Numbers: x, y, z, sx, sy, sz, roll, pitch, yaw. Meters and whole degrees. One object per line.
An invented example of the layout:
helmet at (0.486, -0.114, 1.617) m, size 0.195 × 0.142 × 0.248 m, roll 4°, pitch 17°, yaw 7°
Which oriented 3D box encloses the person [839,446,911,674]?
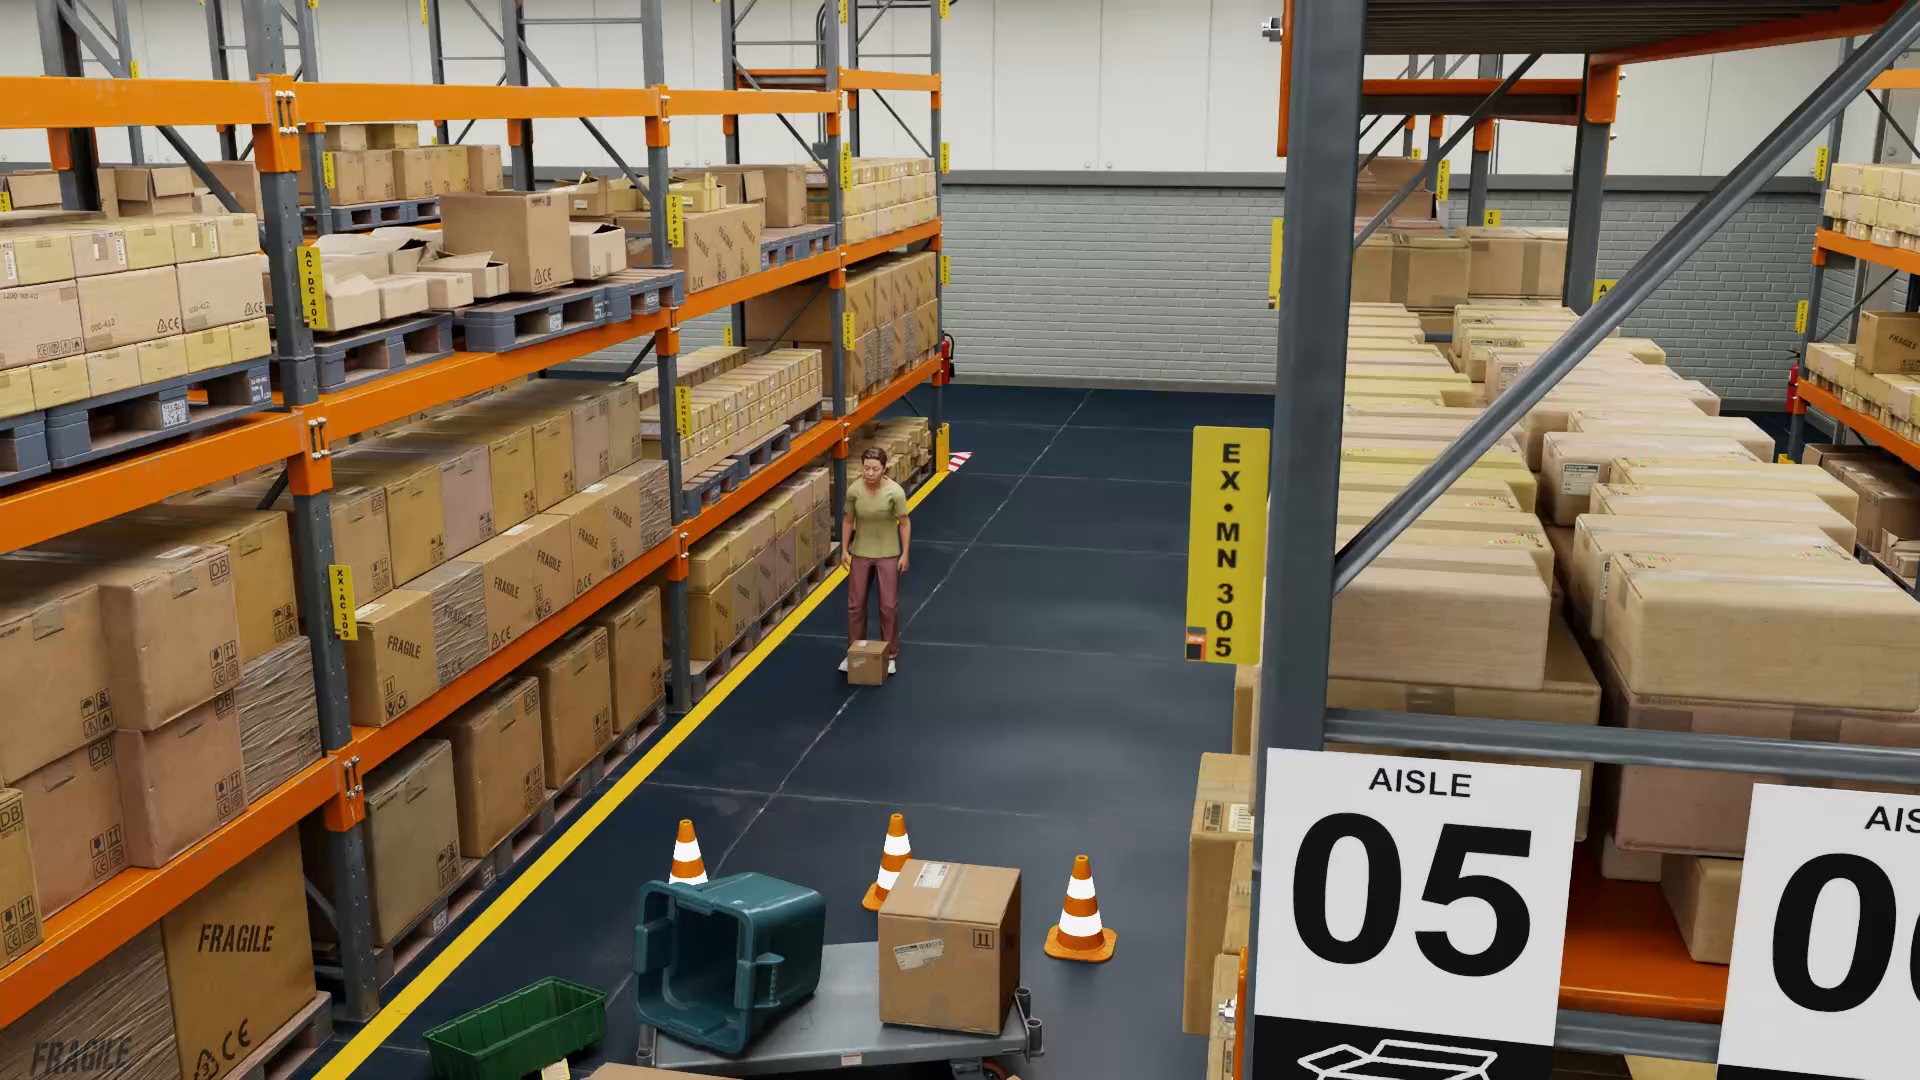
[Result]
person at (-0.614, 0.132, 12.015) m, size 0.505 × 1.672 × 0.351 m, roll 3°, pitch 15°, yaw 10°
